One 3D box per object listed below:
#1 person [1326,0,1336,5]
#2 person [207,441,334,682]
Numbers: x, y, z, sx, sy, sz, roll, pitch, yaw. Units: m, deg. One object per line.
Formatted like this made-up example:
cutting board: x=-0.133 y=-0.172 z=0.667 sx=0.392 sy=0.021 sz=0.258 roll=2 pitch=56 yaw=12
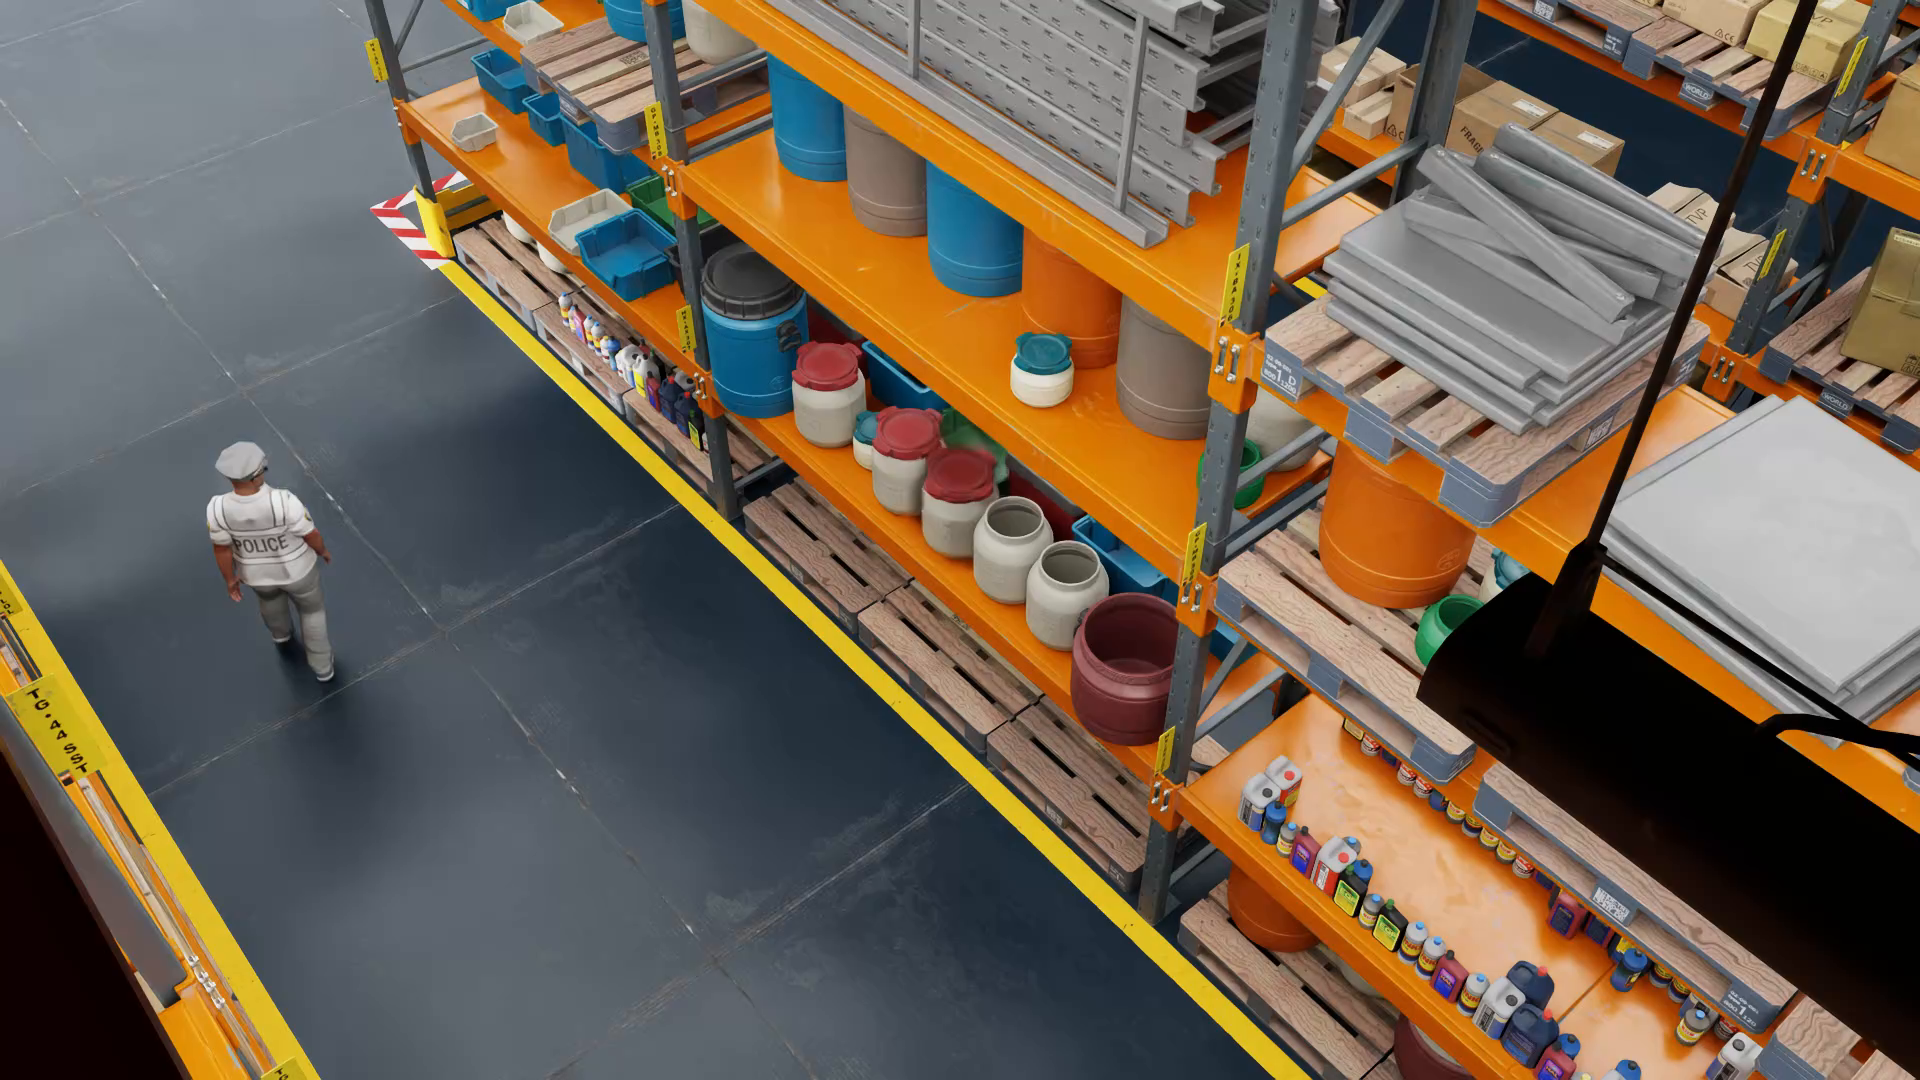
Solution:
person: x=3.122 y=-4.621 z=14.179 sx=0.657 sy=1.744 sz=0.659 roll=31 pitch=54 yaw=26
person: x=-3.984 y=0.077 z=9.724 sx=0.640 sy=1.776 sz=0.614 roll=-3 pitch=47 yaw=-3
